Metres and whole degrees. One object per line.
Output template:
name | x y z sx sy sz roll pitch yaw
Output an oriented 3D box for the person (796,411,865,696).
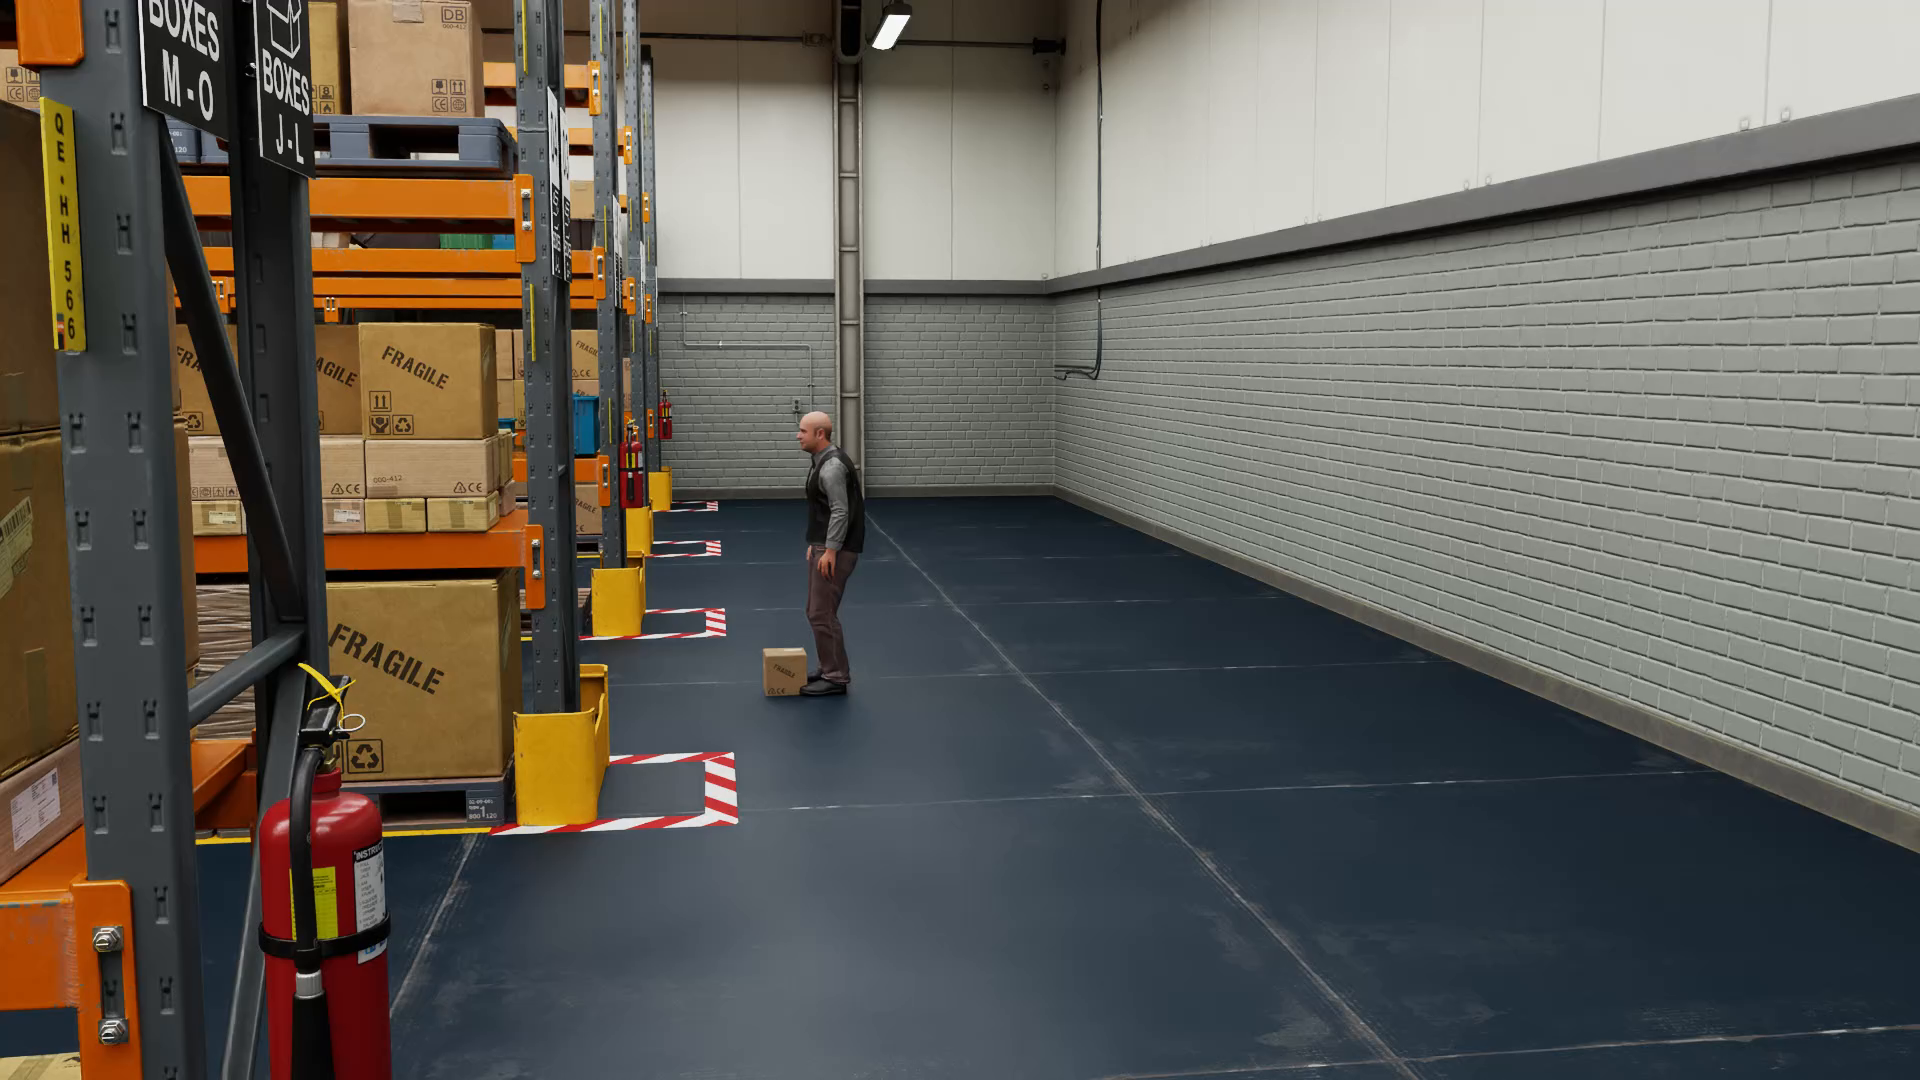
person | -0.798 0.073 10.169 0.421 1.721 0.594 -1 7 -12
